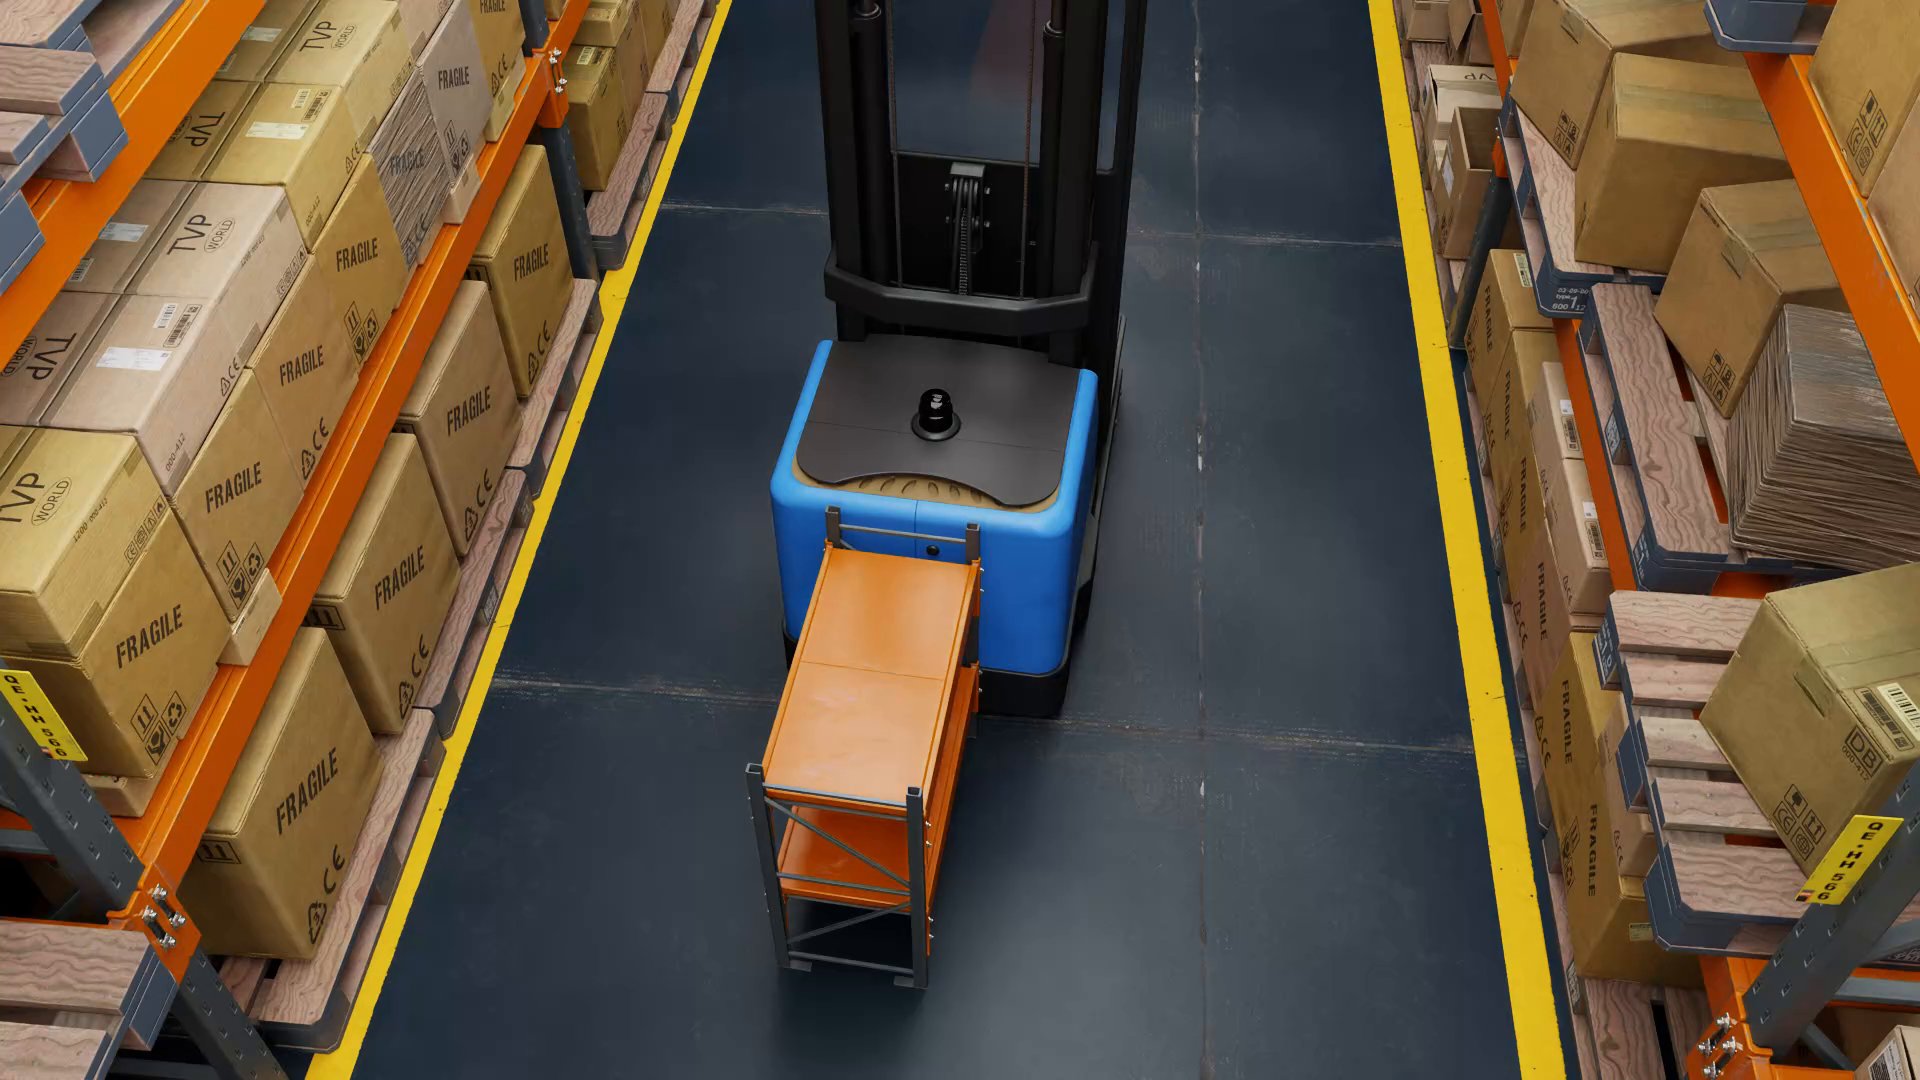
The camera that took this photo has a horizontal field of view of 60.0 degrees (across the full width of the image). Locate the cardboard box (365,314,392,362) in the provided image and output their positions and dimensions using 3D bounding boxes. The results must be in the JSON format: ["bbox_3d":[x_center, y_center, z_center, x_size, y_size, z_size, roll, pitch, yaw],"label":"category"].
[{"bbox_3d":[-2.150,-0.746,5.583,0.380,0.149,0.250,5,48,5],"label":"cardboard box"}]

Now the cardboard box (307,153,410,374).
[{"bbox_3d":[-2.128,-0.890,5.274,0.500,0.500,0.500,5,48,5],"label":"cardboard box"}]

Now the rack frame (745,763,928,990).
[{"bbox_3d":[-0.353,1.048,5.055,0.500,1.125,0.032,7,48,6],"label":"rack frame"}]

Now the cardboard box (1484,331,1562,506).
[{"bbox_3d":[2.403,-0.460,6.559,0.500,0.500,0.500,4,48,4],"label":"cardboard box"}]

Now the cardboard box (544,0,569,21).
[{"bbox_3d":[-2.140,-2.716,7.024,0.980,0.700,0.700,5,48,4],"label":"cardboard box"}]

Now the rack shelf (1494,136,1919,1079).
[{"bbox_3d":[2.545,-0.174,5.390,1.077,0.370,4.000,4,48,4],"label":"rack shelf"}]

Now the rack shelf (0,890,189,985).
[{"bbox_3d":[-2.753,2.435,3.004,1.077,0.370,4.000,4,48,4],"label":"rack shelf"}]

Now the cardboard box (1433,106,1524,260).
[{"bbox_3d":[2.497,-1.629,7.629,0.500,0.500,0.500,4,48,4],"label":"cardboard box"}]

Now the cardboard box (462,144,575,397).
[{"bbox_3d":[-2.135,-1.147,6.964,0.750,0.750,0.750,4,48,4],"label":"cardboard box"}]

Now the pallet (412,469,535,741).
[{"bbox_3d":[-2.310,0.195,6.454,1.003,0.211,1.213,4,48,4],"label":"pallet"}]

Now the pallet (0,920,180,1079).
[{"bbox_3d":[-2.529,1.318,3.668,1.213,0.211,1.003,4,48,4],"label":"pallet"}]

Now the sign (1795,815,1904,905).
[{"bbox_3d":[1.822,0.659,3.409,0.100,0.325,0.005,4,48,4],"label":"sign"}]

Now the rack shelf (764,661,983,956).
[{"bbox_3d":[-0.268,0.843,5.574,0.538,0.278,1.000,7,48,6],"label":"rack shelf"}]

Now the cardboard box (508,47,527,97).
[{"bbox_3d":[-1.955,-1.871,6.612,0.380,0.149,0.250,4,48,4],"label":"cardboard box"}]

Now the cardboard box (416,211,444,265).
[{"bbox_3d":[-2.076,-1.124,5.928,0.380,0.149,0.250,4,48,4],"label":"cardboard box"}]

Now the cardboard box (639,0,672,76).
[{"bbox_3d":[-1.937,-2.804,8.717,0.700,0.500,0.500,5,48,4],"label":"cardboard box"}]

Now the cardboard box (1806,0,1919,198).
[{"bbox_3d":[2.463,-1.073,3.624,0.910,0.500,0.500,4,48,4],"label":"cardboard box"}]

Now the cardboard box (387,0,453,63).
[{"bbox_3d":[-2.050,-1.875,5.667,0.500,0.250,0.500,5,48,4],"label":"cardboard box"}]

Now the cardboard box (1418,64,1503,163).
[{"bbox_3d":[2.566,-2.116,8.203,0.500,0.311,0.500,4,48,4],"label":"cardboard box"}]

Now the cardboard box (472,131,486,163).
[{"bbox_3d":[-2.023,-1.497,6.269,0.380,0.149,0.250,5,48,5],"label":"cardboard box"}]

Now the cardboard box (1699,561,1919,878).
[{"bbox_3d":[2.308,0.407,4.019,0.700,0.500,0.500,-11,48,-10],"label":"cardboard box"}]

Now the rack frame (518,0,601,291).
[{"bbox_3d":[-2.206,-2.217,6.771,1.000,3.000,0.127,4,48,4],"label":"rack frame"}]

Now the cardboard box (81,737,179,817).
[{"bbox_3d":[-2.310,0.574,4.375,0.380,0.149,0.250,3,48,3],"label":"cardboard box"}]

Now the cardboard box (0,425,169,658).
[{"bbox_3d":[-2.269,-0.009,3.960,0.500,0.250,0.500,5,48,4],"label":"cardboard box"}]

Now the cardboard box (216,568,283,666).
[{"bbox_3d":[-2.169,0.200,4.717,0.380,0.149,0.250,5,48,5],"label":"cardboard box"}]

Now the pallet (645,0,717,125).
[{"bbox_3d":[-1.950,-2.728,9.128,1.003,0.211,1.213,4,48,4],"label":"pallet"}]

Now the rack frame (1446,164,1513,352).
[{"bbox_3d":[2.728,-1.887,6.469,1.000,3.000,0.127,4,48,4],"label":"rack frame"}]

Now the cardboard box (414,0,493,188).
[{"bbox_3d":[-2.033,-1.626,5.948,0.500,0.500,0.500,4,48,4],"label":"cardboard box"}]

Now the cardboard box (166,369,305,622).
[{"bbox_3d":[-2.214,-0.142,4.591,0.500,0.500,0.500,5,48,5],"label":"cardboard box"}]

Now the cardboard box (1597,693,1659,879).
[{"bbox_3d":[2.216,0.750,4.945,0.500,0.250,0.500,6,48,5],"label":"cardboard box"}]

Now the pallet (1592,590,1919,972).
[{"bbox_3d":[2.355,0.615,4.311,1.213,0.211,1.003,4,48,4],"label":"pallet"}]

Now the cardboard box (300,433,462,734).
[{"bbox_3d":[-2.286,0.131,5.795,0.750,0.750,0.750,4,48,3],"label":"cardboard box"}]

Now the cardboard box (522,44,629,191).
[{"bbox_3d":[-2.035,-2.058,8.035,0.700,0.500,0.500,4,48,4],"label":"cardboard box"}]

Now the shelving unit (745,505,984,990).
[{"bbox_3d":[-0.268,0.678,5.393,0.538,1.125,1.048,7,48,6],"label":"shelving unit"}]

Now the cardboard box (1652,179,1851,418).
[{"bbox_3d":[2.628,-0.760,5.086,0.700,0.500,0.500,-7,48,-6],"label":"cardboard box"}]

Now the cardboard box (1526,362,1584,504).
[{"bbox_3d":[2.350,-0.371,5.970,0.500,0.250,0.500,4,48,4],"label":"cardboard box"}]

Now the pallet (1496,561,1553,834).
[{"bbox_3d":[2.583,0.554,6.126,1.003,0.211,1.213,4,48,4],"label":"pallet"}]

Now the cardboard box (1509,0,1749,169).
[{"bbox_3d":[2.462,-1.729,5.972,0.700,0.500,0.500,-11,48,-10],"label":"cardboard box"}]

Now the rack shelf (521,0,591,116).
[{"bbox_3d":[-2.023,-3.444,8.380,1.077,0.370,4.000,4,48,4],"label":"rack shelf"}]

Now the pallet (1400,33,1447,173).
[{"bbox_3d":[2.900,-2.349,8.781,1.003,0.211,1.213,4,48,4],"label":"pallet"}]

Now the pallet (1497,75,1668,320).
[{"bbox_3d":[2.546,-1.242,6.009,1.003,0.211,1.213,4,48,4],"label":"pallet"}]

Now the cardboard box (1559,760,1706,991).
[{"bbox_3d":[2.215,1.045,5.183,0.500,0.500,0.500,6,48,5],"label":"cardboard box"}]

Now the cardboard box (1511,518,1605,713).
[{"bbox_3d":[2.304,0.279,5.884,0.500,0.500,0.500,2,48,2],"label":"cardboard box"}]

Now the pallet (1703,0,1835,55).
[{"bbox_3d":[2.507,-1.599,4.300,1.213,0.211,1.003,4,48,4],"label":"pallet"}]

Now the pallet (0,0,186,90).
[{"bbox_3d":[-2.465,-1.525,4.233,1.003,0.211,1.213,6,48,5],"label":"pallet"}]

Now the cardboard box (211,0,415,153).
[{"bbox_3d":[-2.096,-1.501,5.325,0.500,0.250,0.500,5,48,4],"label":"cardboard box"}]

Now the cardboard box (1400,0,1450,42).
[{"bbox_3d":[2.669,-2.931,8.989,0.500,0.250,0.500,4,48,4],"label":"cardboard box"}]

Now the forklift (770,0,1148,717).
[{"bbox_3d":[0.106,-1.447,6.113,1.130,2.935,3.031,7,48,7],"label":"forklift"}]
